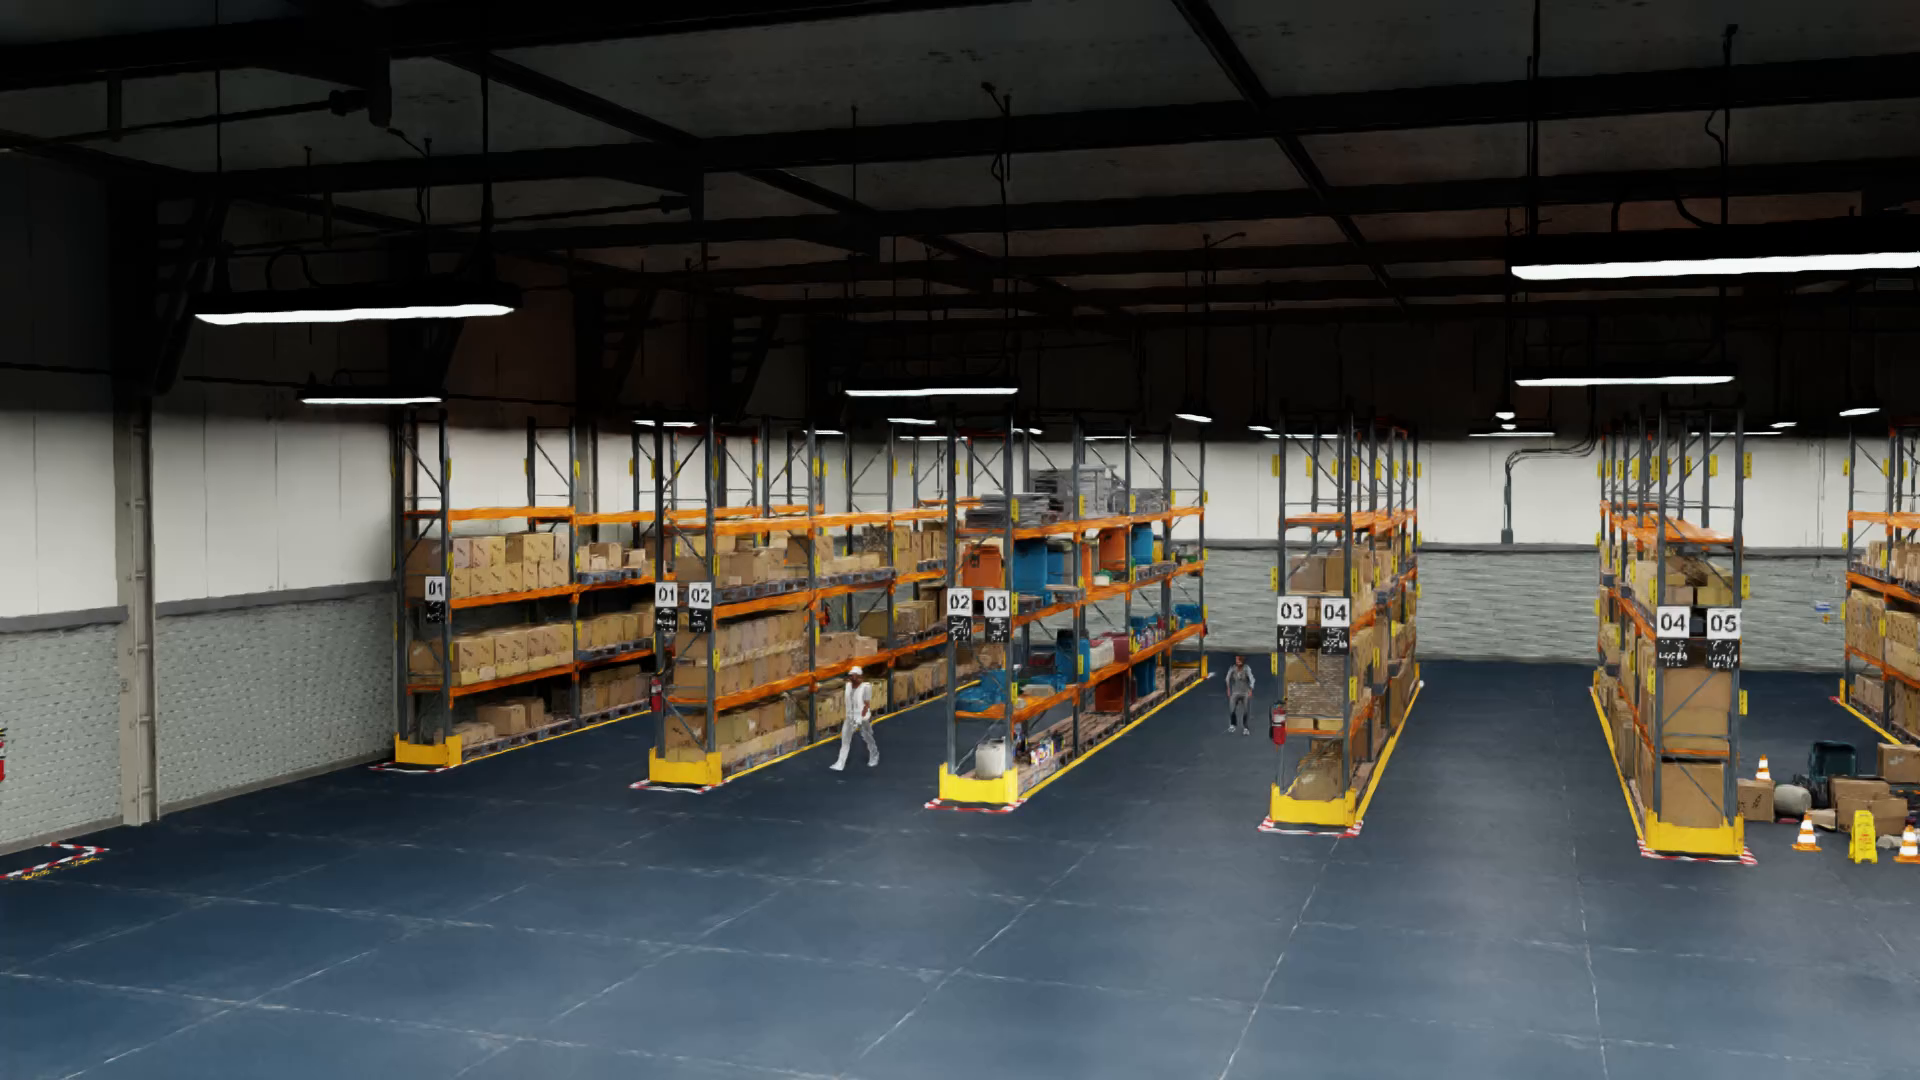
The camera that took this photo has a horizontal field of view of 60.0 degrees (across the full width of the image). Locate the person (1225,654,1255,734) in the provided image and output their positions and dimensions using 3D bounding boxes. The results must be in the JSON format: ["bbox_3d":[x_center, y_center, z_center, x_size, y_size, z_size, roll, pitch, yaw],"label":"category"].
[{"bbox_3d":[5.277,2.894,31.337,0.566,1.540,0.516,1,3,16],"label":"person"}]

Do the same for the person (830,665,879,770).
[{"bbox_3d":[-1.717,2.942,27.625,0.554,1.722,1.037,1,3,28],"label":"person"}]
